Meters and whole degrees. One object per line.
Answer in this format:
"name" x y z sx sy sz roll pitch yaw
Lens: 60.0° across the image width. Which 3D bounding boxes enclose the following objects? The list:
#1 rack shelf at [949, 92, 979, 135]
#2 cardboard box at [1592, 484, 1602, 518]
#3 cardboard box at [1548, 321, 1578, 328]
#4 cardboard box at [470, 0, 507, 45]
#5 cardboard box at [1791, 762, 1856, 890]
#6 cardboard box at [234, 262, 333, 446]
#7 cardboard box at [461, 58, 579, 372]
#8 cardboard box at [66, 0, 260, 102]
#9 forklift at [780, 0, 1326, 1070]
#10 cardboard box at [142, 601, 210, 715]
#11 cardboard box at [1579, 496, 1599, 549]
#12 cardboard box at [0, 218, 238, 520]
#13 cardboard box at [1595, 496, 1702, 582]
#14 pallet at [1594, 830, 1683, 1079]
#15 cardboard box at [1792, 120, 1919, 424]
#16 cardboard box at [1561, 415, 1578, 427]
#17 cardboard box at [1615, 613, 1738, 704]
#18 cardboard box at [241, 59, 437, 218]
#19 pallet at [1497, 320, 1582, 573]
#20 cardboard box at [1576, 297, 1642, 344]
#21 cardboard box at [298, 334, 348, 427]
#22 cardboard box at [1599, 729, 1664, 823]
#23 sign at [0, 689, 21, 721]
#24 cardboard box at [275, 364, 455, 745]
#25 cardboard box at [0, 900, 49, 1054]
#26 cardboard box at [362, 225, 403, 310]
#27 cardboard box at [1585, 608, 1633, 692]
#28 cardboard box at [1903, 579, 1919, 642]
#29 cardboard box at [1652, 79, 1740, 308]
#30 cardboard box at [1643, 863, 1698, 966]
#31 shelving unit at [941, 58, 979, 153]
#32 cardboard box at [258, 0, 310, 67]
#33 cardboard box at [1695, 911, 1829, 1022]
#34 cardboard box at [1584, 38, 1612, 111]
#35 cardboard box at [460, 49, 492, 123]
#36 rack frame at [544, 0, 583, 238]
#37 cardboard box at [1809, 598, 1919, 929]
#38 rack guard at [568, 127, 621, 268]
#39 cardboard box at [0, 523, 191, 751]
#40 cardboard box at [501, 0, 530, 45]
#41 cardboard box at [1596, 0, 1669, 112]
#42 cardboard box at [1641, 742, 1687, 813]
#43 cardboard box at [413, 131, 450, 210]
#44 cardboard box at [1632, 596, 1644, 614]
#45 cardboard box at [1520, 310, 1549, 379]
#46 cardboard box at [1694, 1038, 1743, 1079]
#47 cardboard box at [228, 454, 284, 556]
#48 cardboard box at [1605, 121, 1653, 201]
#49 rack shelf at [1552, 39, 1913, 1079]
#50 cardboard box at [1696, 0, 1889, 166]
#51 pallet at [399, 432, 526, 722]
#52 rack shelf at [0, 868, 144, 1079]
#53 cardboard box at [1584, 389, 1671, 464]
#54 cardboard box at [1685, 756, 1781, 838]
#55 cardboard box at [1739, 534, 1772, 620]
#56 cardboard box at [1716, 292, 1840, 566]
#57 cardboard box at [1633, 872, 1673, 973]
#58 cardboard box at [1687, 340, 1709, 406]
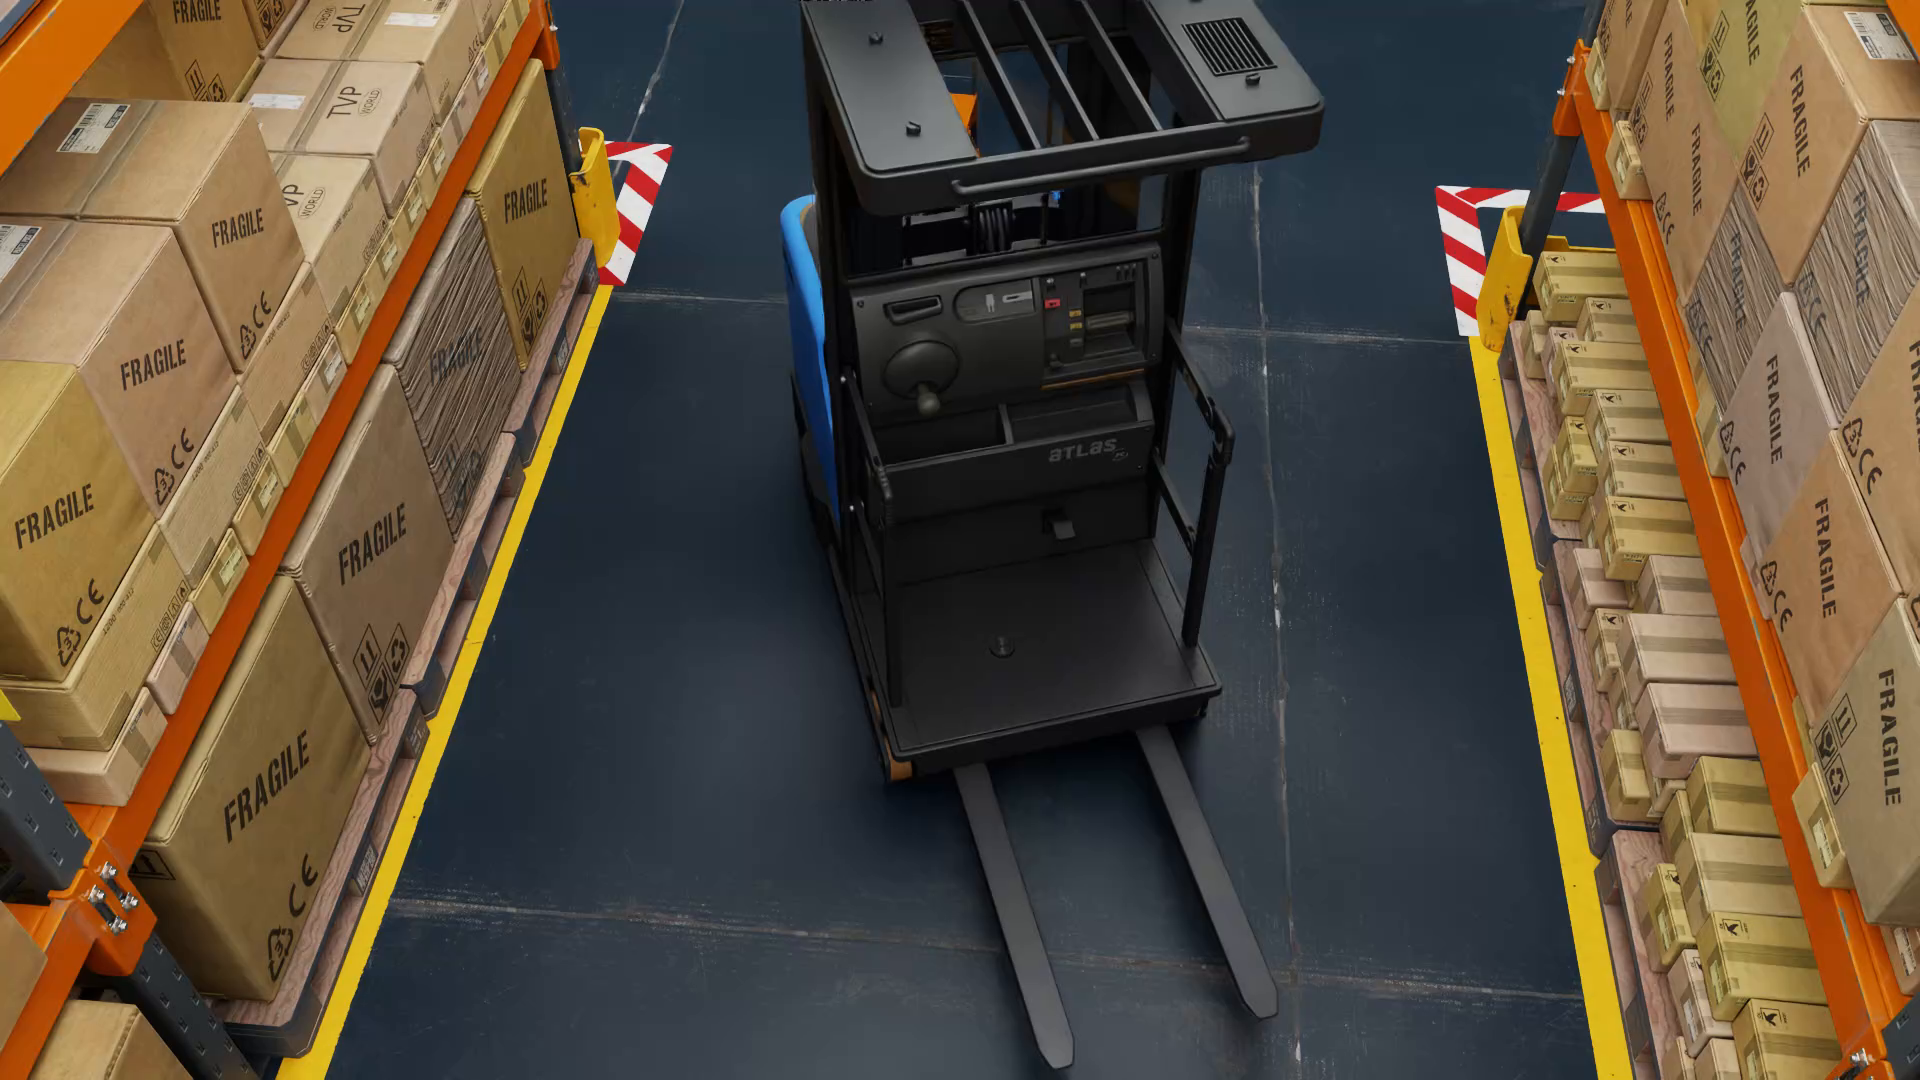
"rack shelf" -0.094 -1.513 6.288 0.258 0.148 0.480 7 48 6
"cardboard box" 2.420 -0.091 5.746 0.380 0.149 0.250 2 48 2
"cardboard box" 2.496 -0.857 6.447 0.380 0.149 0.250 6 48 5
"cardboard box" -1.911 -2.028 5.972 0.500 0.250 0.500 3 48 3
"cardboard box" 2.143 0.657 3.786 0.380 0.149 0.250 3 48 2
"cardboard box" -2.100 -0.537 4.608 0.500 0.250 0.500 5 48 4
"cardboard box" -2.109 -1.301 6.563 0.875 0.875 0.875 4 48 4
"cardboard box" -2.530 -1.572 5.047 0.500 0.500 0.500 3 48 2
"forklift" 0.205 -0.514 4.734 1.130 2.935 3.031 -11 48 -10
"cardboard box" -2.113 0.284 4.128 0.380 0.149 0.250 2 48 2
"cardboard box" 2.414 -0.005 5.870 0.380 0.149 0.250 4 48 4
"cardboard box" -2.144 -0.412 3.986 0.500 0.500 0.500 4 48 4
"cardboard box" 2.313 0.006 5.456 0.380 0.149 0.250 5 48 4
"pallet" 2.461 1.440 4.790 1.003 0.211 1.213 4 48 4
"cardboard box" 2.311 -0.596 3.815 0.500 0.500 0.500 5 48 5
"cardboard box" 2.475 -0.380 6.212 0.380 0.149 0.250 4 48 4
"cardboard box" 2.254 0.372 5.121 0.380 0.149 0.250 2 48 2
"cardboard box" -2.004 -1.281 5.289 0.500 0.250 0.500 2 48 2
"pallet" 2.683 -0.353 6.430 1.003 0.211 1.213 4 48 4
"cardboard box" 2.508 -0.752 6.149 0.380 0.149 0.250 5 48 4
"cardboard box" -2.020 -0.476 4.823 0.380 0.149 0.250 4 48 4
"cardboard box" 2.225 0.744 5.184 0.380 0.149 0.250 4 48 3
"sign" -1.954 0.252 3.255 0.100 0.325 0.005 4 48 4
"cardboard box" -2.273 0.021 5.353 0.875 0.875 0.875 4 48 4
"cardboard box" -2.266 0.915 3.312 0.500 0.500 0.500 4 48 4
"cardboard box" -1.975 -0.860 5.174 0.380 0.149 0.250 5 48 4
"cardboard box" 2.305 0.377 5.520 0.380 0.149 0.250 4 48 4
"cardboard box" 2.208 0.160 3.124 0.500 0.500 0.500 2 48 2
"cardboard box" 2.403 -1.013 4.875 0.500 0.500 0.500 4 48 4
"cardboard box" 2.166 1.064 4.690 0.380 0.149 0.250 2 48 2
"shelving unit" -0.094 -1.248 6.578 0.258 1.200 0.503 7 48 6
"cardboard box" -2.484 -1.685 5.658 0.500 0.250 0.500 3 48 3
"cardboard box" 2.192 1.145 4.414 0.380 0.149 0.250 4 48 4
"cardboard box" 2.443 -1.644 5.891 0.380 0.149 0.250 4 48 3
"cardboard box" -1.881 -1.607 5.857 0.380 0.149 0.250 4 48 4
"rack frame" -2.131 -2.352 6.369 1.000 3.000 0.127 4 48 4
"cardboard box" 2.198 0.486 3.503 0.500 0.500 0.500 4 48 4
"rack guard" -2.129 -1.526 7.307 1.175 0.500 0.348 4 48 4
"cardboard box" -2.192 0.210 3.926 0.500 0.250 0.500 3 48 3
"cardboard box" -1.835 -1.984 6.202 0.380 0.149 0.250 5 48 4
"cardboard box" 2.483 -1.767 5.564 0.500 0.500 0.500 6 48 5
"cardboard box" 2.290 0.698 5.025 0.380 0.149 0.250 5 48 4
"cardboard box" -1.927 -1.233 5.515 0.380 0.149 0.250 3 48 3
"cardboard box" 2.402 0.309 5.380 0.380 0.149 0.250 6 48 5
"cardboard box" 2.433 -0.761 6.560 0.380 0.149 0.250 5 48 4
"cardboard box" 2.147 1.462 4.326 0.380 0.149 0.250 5 48 4
"cardboard box" -2.068 -0.103 4.482 0.380 0.149 0.250 3 48 2
"cardboard box" 2.384 -1.260 5.540 0.380 0.149 0.250 3 48 2
"rack shelf" 2.617 -0.232 4.917 1.077 0.370 4.000 4 48 4
"cardboard box" 2.385 -1.352 4.507 0.500 0.500 0.500 3 48 3
"pallet" -2.239 0.076 6.038 1.003 0.211 1.213 4 48 4
"rack shelf" -2.678 2.300 2.602 1.077 0.370 4.000 4 48 4
"cardboard box" 2.417 -0.388 5.816 0.380 0.149 0.250 2 48 2
"cardboard box" 2.309 0.776 4.751 0.380 0.149 0.250 5 48 5
"cardboard box" 2.270 0.076 4.318 0.380 0.149 0.250 2 48 2
"cardboard box" 2.293 -0.261 4.186 0.500 0.500 0.500 4 48 3
"cardboard box" 2.198 1.120 4.840 0.380 0.149 0.250 2 48 2
"cardboard box" 2.352 -0.494 4.839 0.380 0.149 0.250 5 48 5
